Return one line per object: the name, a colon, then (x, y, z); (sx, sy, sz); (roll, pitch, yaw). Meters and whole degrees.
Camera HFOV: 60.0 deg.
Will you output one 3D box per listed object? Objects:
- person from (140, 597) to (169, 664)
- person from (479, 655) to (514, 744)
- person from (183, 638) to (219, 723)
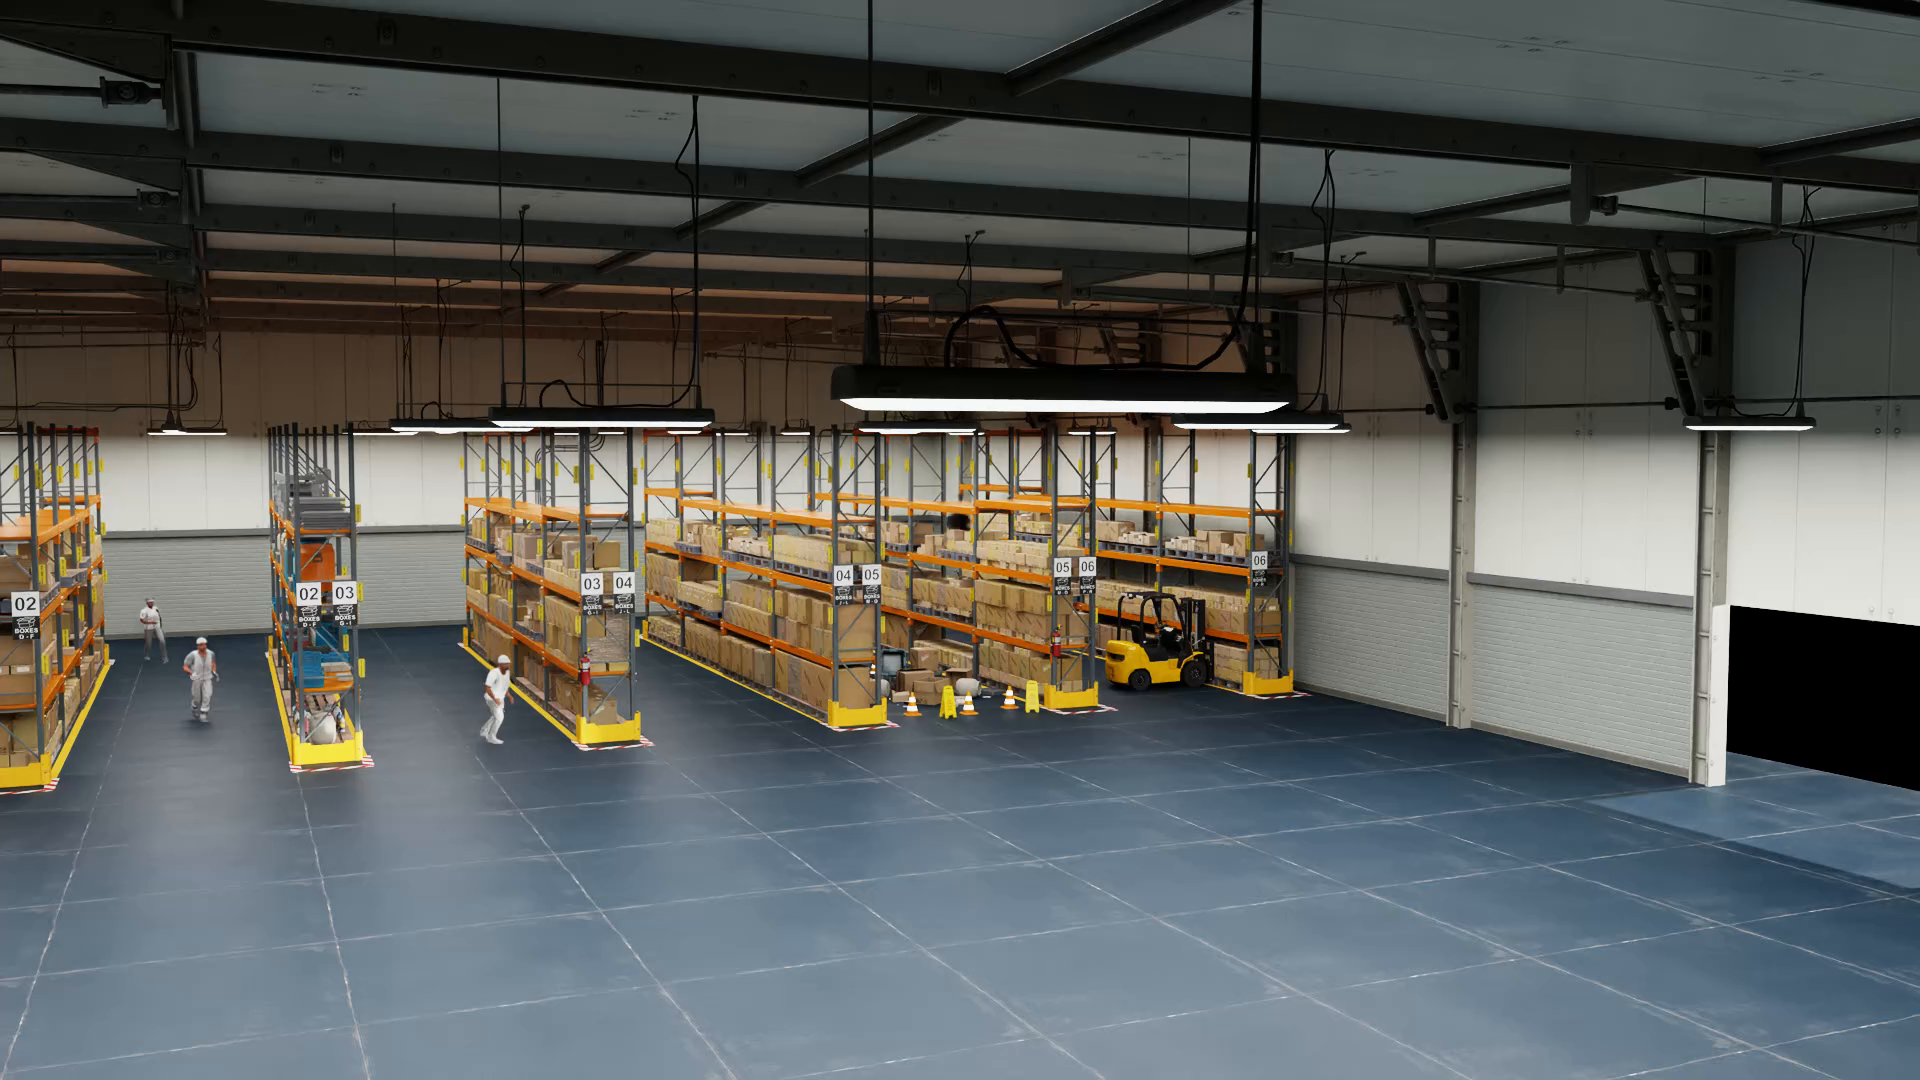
person: (-20.614, 2.298, 42.411); (0.867, 1.716, 0.567); (3, 5, 44)
person: (-8.725, 2.985, 31.131); (0.814, 1.701, 0.667); (1, 4, 14)
person: (-15.325, 2.817, 33.538); (0.651, 1.737, 0.790); (-3, 4, -37)
